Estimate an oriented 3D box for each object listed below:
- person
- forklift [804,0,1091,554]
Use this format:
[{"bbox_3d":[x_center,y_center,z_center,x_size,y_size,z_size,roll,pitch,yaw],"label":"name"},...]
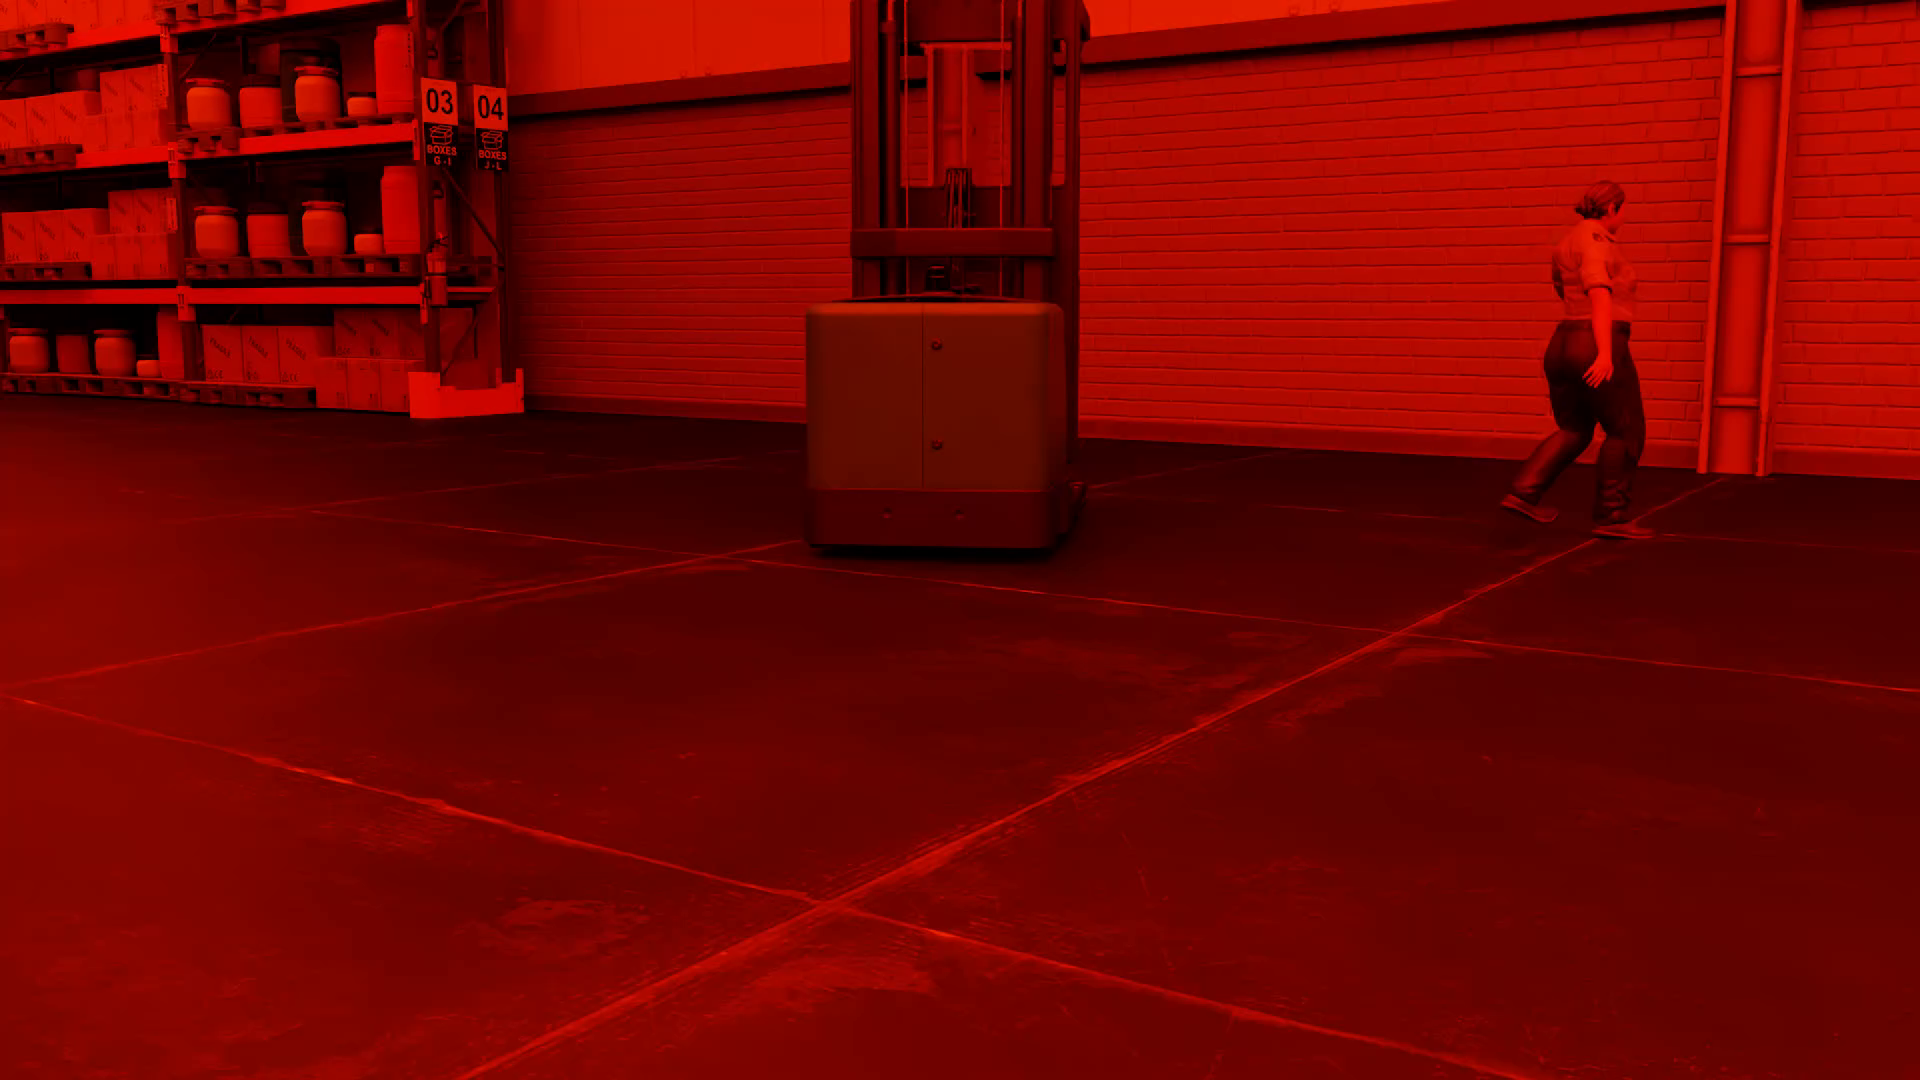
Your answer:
[{"bbox_3d":[2.897,-0.818,7.619,0.689,1.632,0.829,-1,8,-7],"label":"person"},{"bbox_3d":[0.061,-1.563,8.186,1.130,2.935,3.031,1,8,8],"label":"forklift"}]
